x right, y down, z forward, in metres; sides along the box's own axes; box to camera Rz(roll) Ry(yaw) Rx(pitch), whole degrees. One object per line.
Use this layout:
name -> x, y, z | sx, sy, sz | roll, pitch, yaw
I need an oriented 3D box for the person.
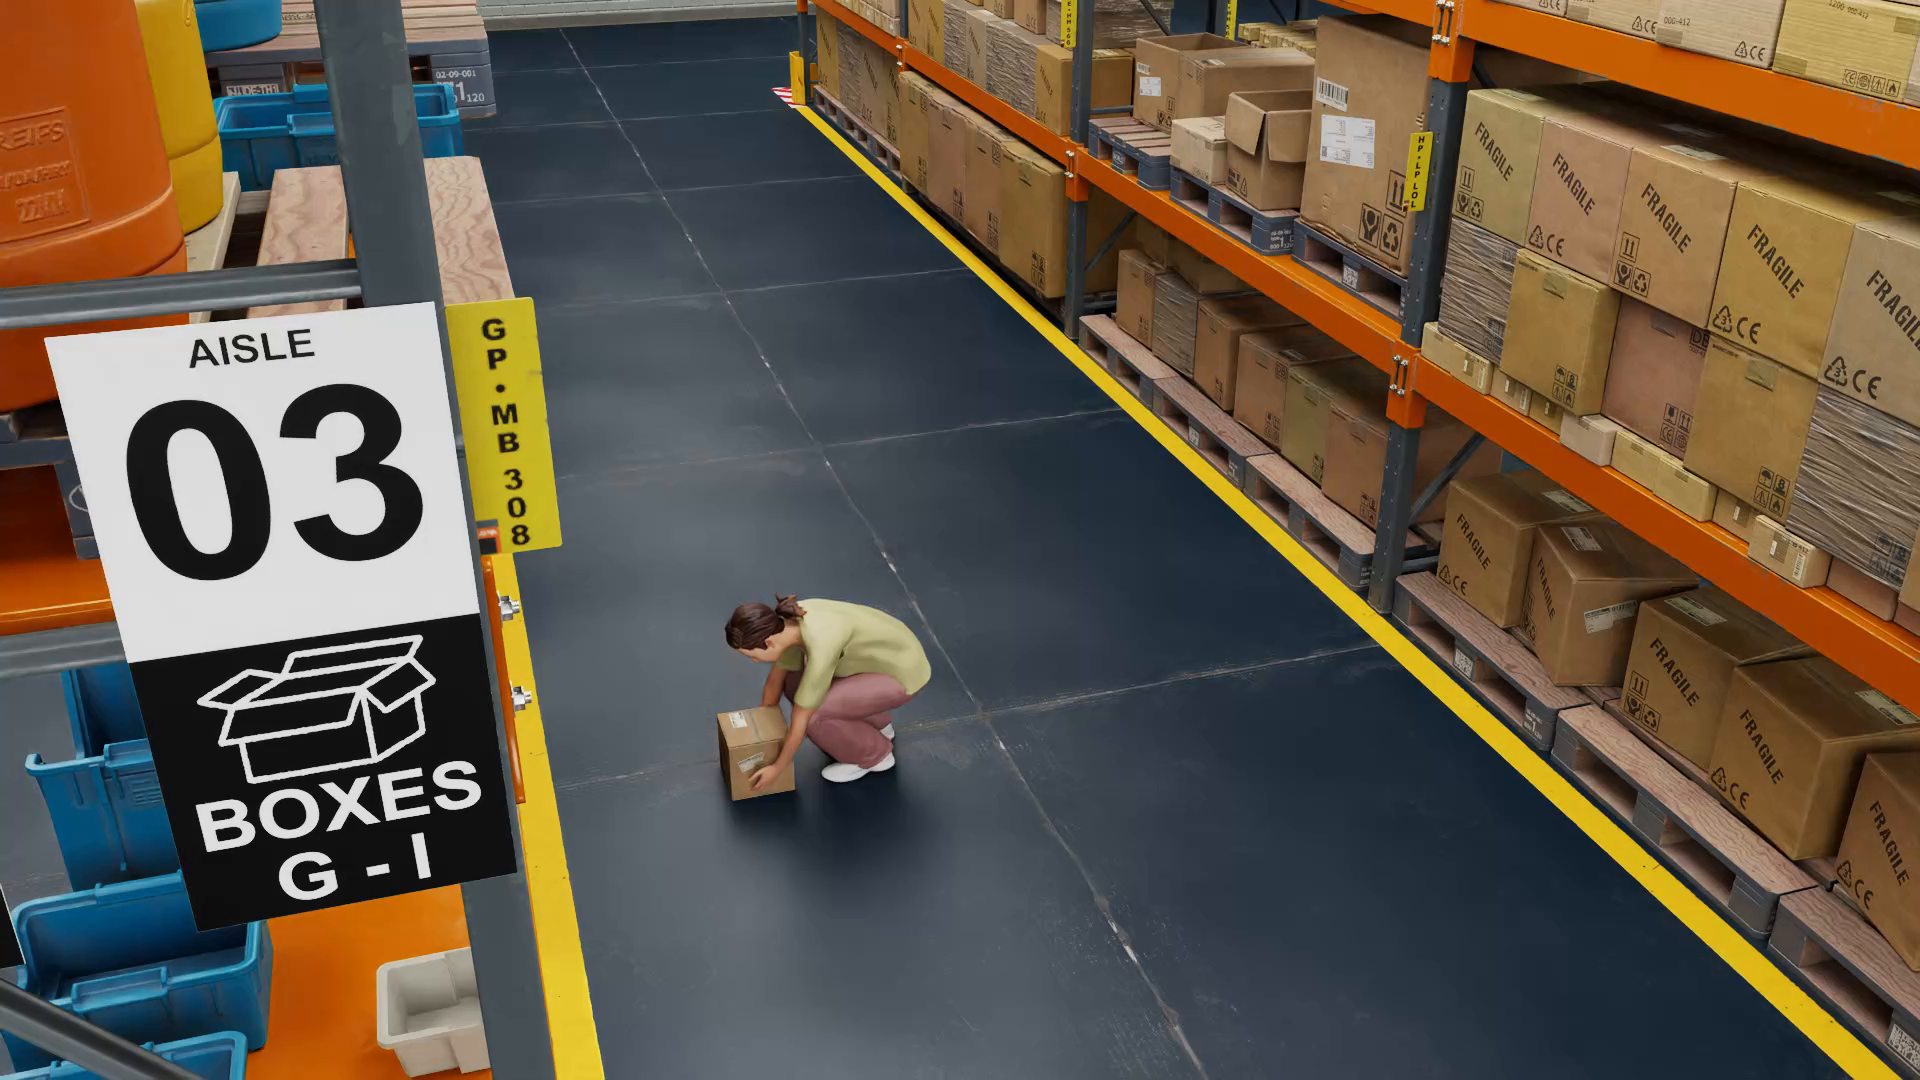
person -> -0.509, 0.542, 6.504 | 0.801, 0.810, 0.485 | -8, 28, -16
